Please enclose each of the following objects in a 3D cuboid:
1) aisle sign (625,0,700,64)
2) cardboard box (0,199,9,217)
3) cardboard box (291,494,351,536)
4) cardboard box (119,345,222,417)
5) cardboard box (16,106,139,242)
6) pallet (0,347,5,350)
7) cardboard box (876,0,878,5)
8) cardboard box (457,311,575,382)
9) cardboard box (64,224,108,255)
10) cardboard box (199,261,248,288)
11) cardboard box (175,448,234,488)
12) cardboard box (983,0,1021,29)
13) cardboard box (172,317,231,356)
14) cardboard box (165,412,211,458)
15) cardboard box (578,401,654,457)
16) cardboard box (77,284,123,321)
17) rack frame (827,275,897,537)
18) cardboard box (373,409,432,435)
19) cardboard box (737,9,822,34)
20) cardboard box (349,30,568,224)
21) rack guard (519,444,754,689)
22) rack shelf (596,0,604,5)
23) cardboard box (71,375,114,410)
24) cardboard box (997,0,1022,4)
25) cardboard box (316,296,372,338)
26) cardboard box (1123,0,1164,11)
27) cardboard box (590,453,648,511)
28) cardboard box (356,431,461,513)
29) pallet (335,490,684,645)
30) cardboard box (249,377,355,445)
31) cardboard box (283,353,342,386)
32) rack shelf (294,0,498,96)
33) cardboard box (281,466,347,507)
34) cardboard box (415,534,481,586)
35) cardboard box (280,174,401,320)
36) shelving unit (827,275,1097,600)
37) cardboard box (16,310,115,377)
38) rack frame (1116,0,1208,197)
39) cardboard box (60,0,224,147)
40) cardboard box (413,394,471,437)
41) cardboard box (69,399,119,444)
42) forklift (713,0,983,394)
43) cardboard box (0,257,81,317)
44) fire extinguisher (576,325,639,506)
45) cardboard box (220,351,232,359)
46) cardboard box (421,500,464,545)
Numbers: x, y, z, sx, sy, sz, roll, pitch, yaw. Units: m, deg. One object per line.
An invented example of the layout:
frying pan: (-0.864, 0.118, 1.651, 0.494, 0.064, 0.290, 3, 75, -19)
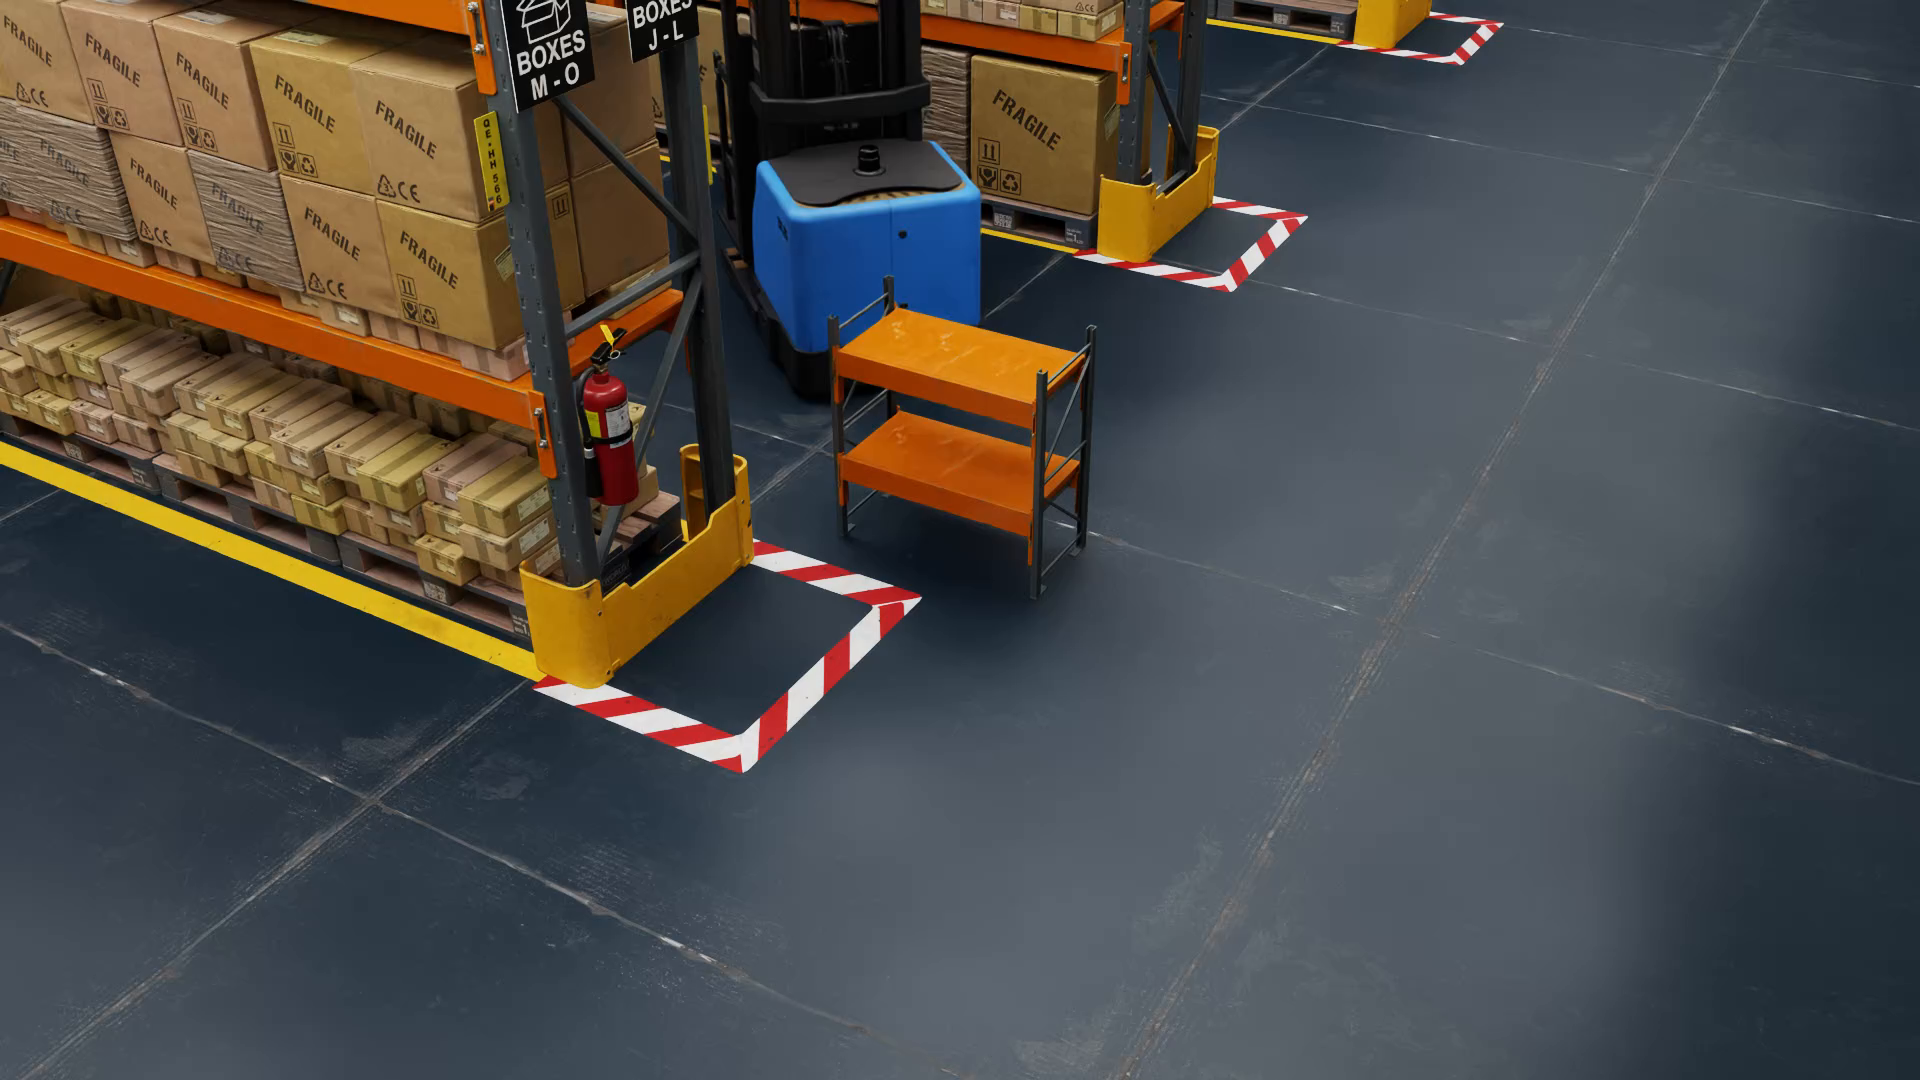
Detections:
aisle sign: (-1.081, -2.136, 5.906, 0.004, 0.787, 0.394, 18, 37, 24)
cardboard box: (-4.421, -1.655, 7.755, 0.250, 0.149, 0.380, 19, 38, 26)
cardboard box: (-2.787, -0.200, 7.537, 0.250, 0.149, 0.380, 16, 37, 22)
cardboard box: (-3.697, -0.751, 7.828, 0.250, 0.149, 0.380, 18, 38, 25)
cardboard box: (-3.608, -1.649, 7.162, 0.500, 0.500, 0.500, 17, 37, 23)
pallet: (-5.442, -1.083, 9.185, 1.213, 0.211, 1.003, 18, 37, 24)
cardboard box: (-0.329, -3.475, 10.489, 0.250, 0.149, 0.380, 18, 38, 25)
cardboard box: (-1.716, -0.779, 6.440, 0.250, 0.149, 0.380, 18, 38, 24)
cardboard box: (-3.744, -1.428, 7.415, 0.250, 0.149, 0.380, 18, 38, 25)
cardboard box: (-3.029, -1.241, 7.133, 0.250, 0.149, 0.380, 18, 38, 25)
cardboard box: (-3.462, -0.426, 7.877, 0.250, 0.149, 0.380, 17, 37, 23)
cardboard box: (0.338, -3.264, 10.173, 0.250, 0.149, 0.380, 18, 38, 25)
cardboard box: (-3.680, -1.068, 8.304, 0.250, 0.149, 0.380, 19, 38, 26)
cardboard box: (-3.468, -0.550, 7.794, 0.250, 0.149, 0.380, 17, 37, 24)
cardboard box: (-1.579, -0.473, 7.411, 0.250, 0.149, 0.380, 16, 37, 22)
cardboard box: (-4.328, -1.293, 8.642, 0.250, 0.149, 0.380, 19, 38, 26)
rack frame: (-0.435, -0.606, 7.645, 0.032, 1.125, 0.500, 18, 37, 24)
cardboard box: (-2.533, -0.587, 7.850, 0.250, 0.149, 0.380, 16, 37, 22)
cardboard box: (-0.902, -3.212, 11.405, 0.875, 0.875, 0.875, 18, 37, 24)
cardboard box: (-1.813, -1.518, 6.062, 0.500, 0.500, 0.500, 17, 37, 23)
rack guard: (-1.359, 0.090, 7.164, 0.348, 0.500, 1.175, 18, 37, 24)
rack shelf: (-3.953, -4.640, 12.660, 4.000, 0.370, 1.077, 18, 37, 24)
cardboard box: (-4.116, -0.812, 8.188, 0.250, 0.149, 0.380, 17, 37, 24)
cardboard box: (0.264, -3.496, 10.160, 0.500, 0.250, 0.500, 17, 37, 24)
cardboard box: (-2.372, -0.986, 6.751, 0.250, 0.149, 0.380, 19, 38, 26)
cardboard box: (1.112, -3.441, 10.437, 0.250, 0.149, 0.380, 18, 38, 25)
cardboard box: (-1.620, -0.309, 7.433, 0.250, 0.149, 0.380, 19, 38, 26)
cardboard box: (-2.356, -0.296, 7.145, 0.250, 0.149, 0.380, 17, 37, 23)
pallet: (-2.047, -0.031, 7.605, 1.213, 0.211, 1.003, 18, 37, 24)
cardboard box: (-2.984, -0.571, 7.557, 0.250, 0.149, 0.380, 16, 37, 23)
cardboard box: (-2.997, -0.849, 7.975, 0.250, 0.149, 0.380, 18, 38, 25)
rack shelf: (-3.029, -2.429, 6.634, 4.000, 0.370, 1.077, 18, 37, 24)
cardboard box: (-2.801, -0.328, 7.461, 0.250, 0.149, 0.380, 18, 38, 25)
cardboard box: (-2.127, 0.016, 7.214, 0.250, 0.149, 0.380, 19, 38, 26)
cardboard box: (-2.255, -1.239, 6.546, 0.500, 0.500, 0.500, 17, 37, 24)
shelving unit: (0.006, -0.466, 7.435, 1.048, 1.125, 0.538, 18, 37, 24)
cardboard box: (-4.360, -0.967, 8.152, 0.250, 0.149, 0.380, 20, 38, 27)
rack frame: (1.256, -3.289, 9.983, 0.127, 3.000, 1.000, 18, 37, 24)
cardboard box: (-3.170, -1.940, 6.696, 0.500, 0.500, 0.500, 16, 37, 23)
cardboard box: (-2.290, -0.650, 7.677, 0.250, 0.149, 0.380, 16, 37, 22)
cardboard box: (-4.136, -0.647, 8.208, 0.250, 0.149, 0.380, 17, 37, 24)
forklift: (-0.826, -2.804, 9.317, 1.130, 2.935, 3.031, -11, 35, -15)
cardboard box: (-5.276, -1.495, 9.165, 0.500, 0.500, 0.500, 19, 38, 26)
fire extinguisher: (-1.303, -0.451, 6.127, 0.183, 0.674, 0.296, 18, 37, 24)
cardboard box: (-3.452, -0.898, 8.317, 0.250, 0.149, 0.380, 19, 38, 26)
cardboard box: (-2.093, -0.147, 7.190, 0.250, 0.149, 0.380, 17, 37, 23)
